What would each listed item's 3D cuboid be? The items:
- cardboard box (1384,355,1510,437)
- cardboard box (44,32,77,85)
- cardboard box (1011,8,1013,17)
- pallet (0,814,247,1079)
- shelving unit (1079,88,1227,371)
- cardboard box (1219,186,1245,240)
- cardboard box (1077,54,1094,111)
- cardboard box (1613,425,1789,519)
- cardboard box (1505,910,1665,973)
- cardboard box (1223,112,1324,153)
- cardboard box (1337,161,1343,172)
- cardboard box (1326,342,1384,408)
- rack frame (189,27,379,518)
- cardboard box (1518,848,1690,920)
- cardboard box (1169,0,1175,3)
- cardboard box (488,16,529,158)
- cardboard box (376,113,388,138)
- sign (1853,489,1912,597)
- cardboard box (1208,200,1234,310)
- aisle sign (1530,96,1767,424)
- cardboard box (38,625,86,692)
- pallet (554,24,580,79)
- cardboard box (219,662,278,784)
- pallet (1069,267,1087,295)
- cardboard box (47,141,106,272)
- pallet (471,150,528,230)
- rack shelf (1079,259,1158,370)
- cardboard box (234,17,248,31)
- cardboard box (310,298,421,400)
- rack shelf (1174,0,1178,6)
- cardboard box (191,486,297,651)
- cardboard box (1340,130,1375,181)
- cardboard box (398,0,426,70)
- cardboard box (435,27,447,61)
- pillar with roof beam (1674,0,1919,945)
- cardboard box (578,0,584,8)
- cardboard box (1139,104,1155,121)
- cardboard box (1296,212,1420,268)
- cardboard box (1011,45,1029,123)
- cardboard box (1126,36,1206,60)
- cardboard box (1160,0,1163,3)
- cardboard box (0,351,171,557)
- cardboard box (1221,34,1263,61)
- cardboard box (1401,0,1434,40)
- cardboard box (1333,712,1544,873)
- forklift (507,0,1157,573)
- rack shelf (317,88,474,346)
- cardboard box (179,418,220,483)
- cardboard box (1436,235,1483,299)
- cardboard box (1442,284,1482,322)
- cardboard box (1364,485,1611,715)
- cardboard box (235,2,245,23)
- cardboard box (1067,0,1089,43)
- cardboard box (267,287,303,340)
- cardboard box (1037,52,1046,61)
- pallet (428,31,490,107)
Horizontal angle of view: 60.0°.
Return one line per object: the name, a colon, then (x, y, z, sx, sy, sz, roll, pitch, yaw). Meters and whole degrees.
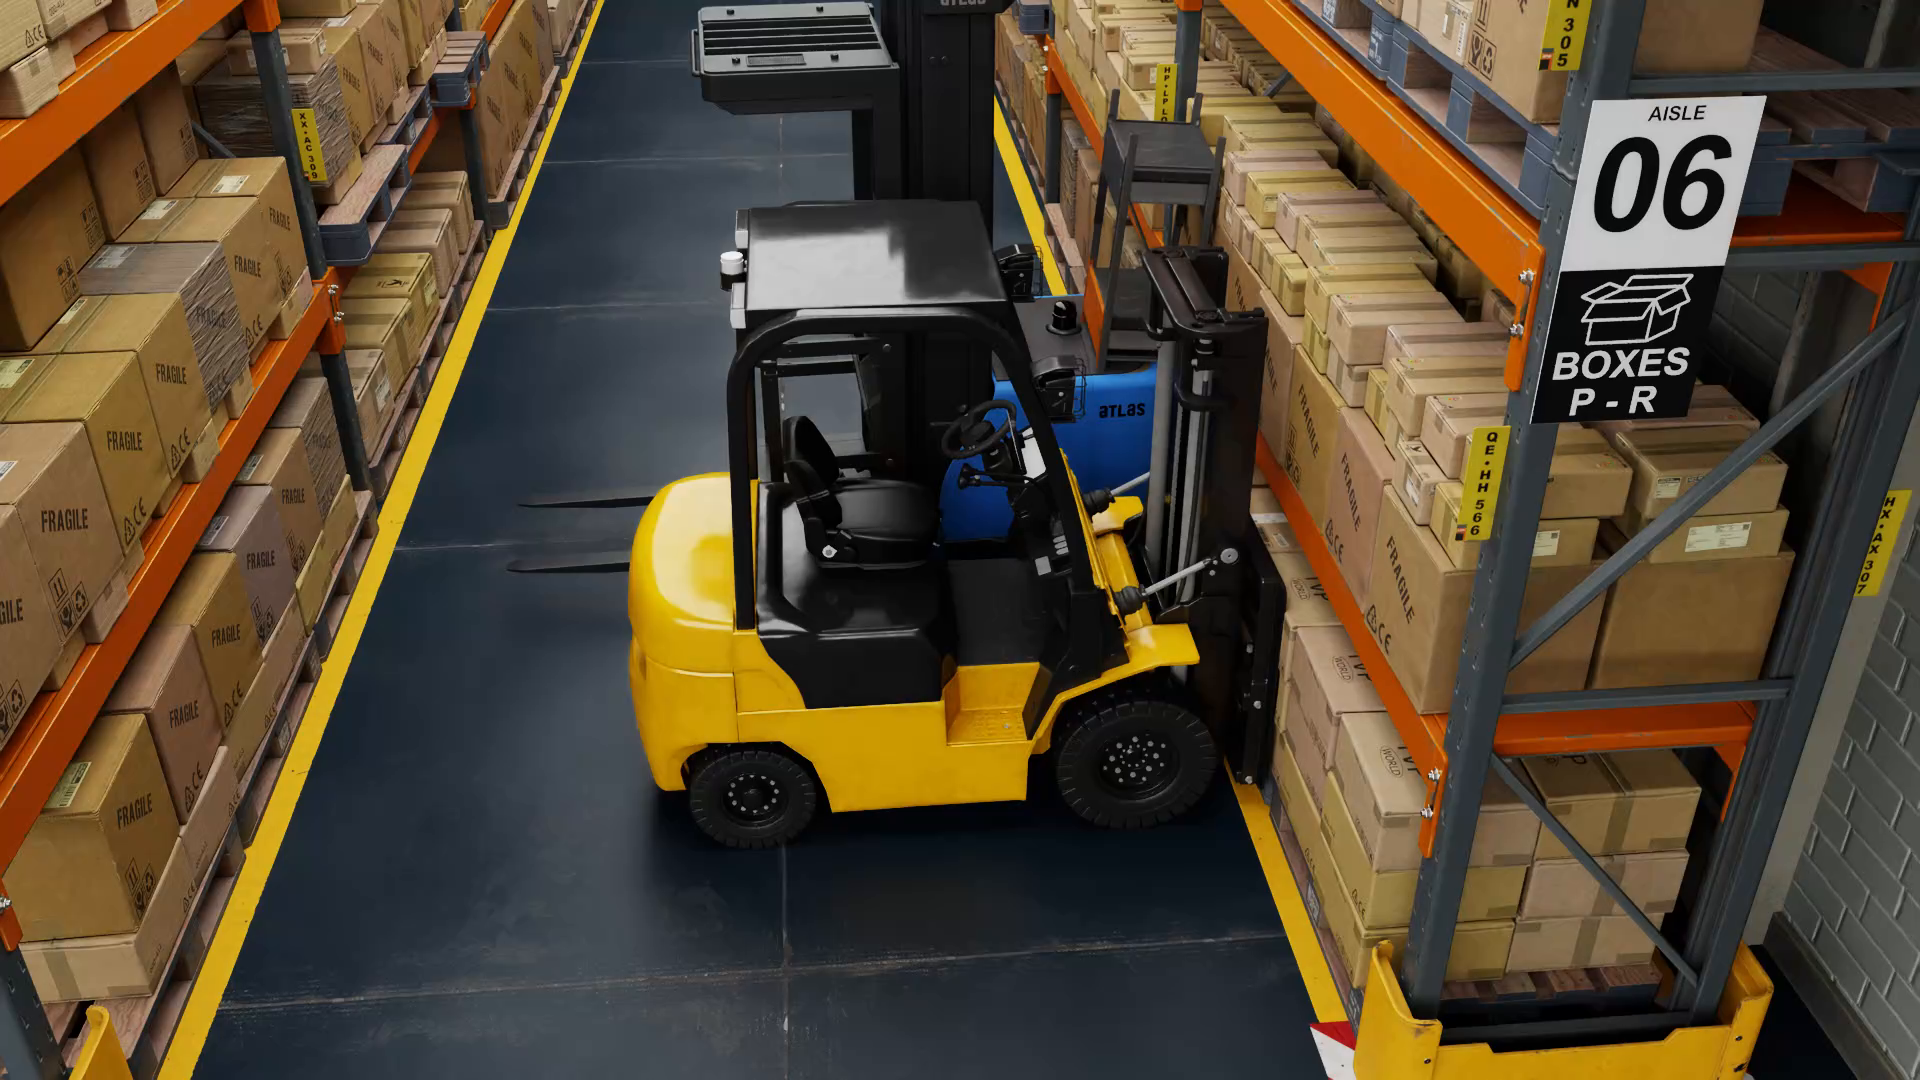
cardboard box: (1.515, -0.439, 5.040, 0.380, 0.149, 0.250, -2, 31, -3)
cardboard box: (-2.976, -1.478, 5.118, 0.380, 0.149, 0.250, -4, 31, -6)
cardboard box: (0.649, -4.609, 14.436, 0.380, 0.149, 0.250, -4, 31, -7)
pallet: (-3.126, 1.421, 5.665, 1.003, 0.211, 1.213, -3, 31, -5)
shelving unit: (0.794, -0.945, 7.594, 0.431, 2.100, 0.503, 1, 36, -6)
cardboard box: (1.285, -1.355, 6.864, 0.380, 0.149, 0.250, -2, 31, -3)
cardboard box: (1.011, -2.822, 10.196, 0.500, 0.250, 0.500, -4, 31, -6)
cardboard box: (2.045, -0.191, 4.625, 0.380, 0.149, 0.250, -3, 31, -6)
cardboard box: (2.012, 1.180, 5.622, 0.500, 0.250, 0.500, -3, 31, -4)
cardboard box: (1.356, -1.746, 7.228, 0.380, 0.149, 0.250, -2, 31, -4)
cardboard box: (1.833, -1.646, 7.350, 0.380, 0.149, 0.250, -4, 31, -6)
cardboard box: (1.451, -0.571, 5.551, 0.380, 0.149, 0.250, -4, 31, -6)
rack frame: (-3.452, -1.363, 7.607, 1.000, 3.000, 0.127, -3, 31, -5)
cardboard box: (2.026, 0.975, 5.477, 0.500, 0.250, 0.500, -2, 31, -4)
cardboard box: (1.486, -3.287, 10.098, 0.380, 0.149, 0.250, -3, 31, -5)
cardboard box: (-3.887, -3.485, 12.822, 0.875, 0.875, 0.875, -2, 31, -4)
cardboard box: (-3.310, -2.261, 8.946, 0.380, 0.149, 0.250, -3, 31, -4)
sign: (2.416, 0.010, 4.386, 0.100, 0.325, 0.005, -3, 31, -5)
cardboard box: (1.336, -1.141, 7.138, 0.500, 0.500, 0.500, -2, 31, -4)
aisle sign: (1.577, -0.629, 3.842, 0.394, 0.787, 0.004, -3, 31, -5)
cardboard box: (-2.886, 0.336, 5.007, 0.380, 0.149, 0.250, -4, 31, -6)
pallet: (-4.193, -4.642, 15.816, 1.003, 0.211, 1.213, -3, 31, -5)
cardboard box: (-2.982, 0.715, 6.399, 0.500, 0.250, 0.500, -1, 31, -1)
pallet: (1.265, -1.404, 10.395, 1.003, 0.211, 1.213, -3, 31, -5)
cardboard box: (-3.581, -1.208, 5.985, 0.700, 0.500, 0.500, -3, 31, -6)
pallet: (-3.824, -2.614, 12.421, 1.003, 0.211, 1.213, -3, 31, -5)
rack shelf: (0.793, -0.934, 7.602, 0.431, 0.518, 0.480, 1, 36, -6)
cardboard box: (-3.813, -2.455, 8.639, 0.500, 0.500, 0.500, -2, 31, -3)
cardboard box: (-3.574, -1.050, 9.235, 0.950, 0.372, 0.625, -1, 31, -1)
rack shelf: (1.303, -3.603, 9.133, 1.077, 0.370, 4.000, -3, 31, -5)
cardboard box: (-3.031, 0.125, 6.657, 0.500, 0.500, 0.500, -1, 31, -2)
cardboard box: (1.841, -1.639, 7.048, 0.380, 0.149, 0.250, -3, 31, -5)
cardboard box: (-3.399, -3.016, 9.577, 0.500, 0.500, 0.500, -5, 31, -8)
cardboard box: (-3.396, -3.062, 10.286, 0.380, 0.149, 0.250, -3, 31, -5)
pillar with roof beam: (-1.591, -2.328, 3.373, 9.100, 9.000, 0.400, -3, 31, -5)
cardboard box: (-4.318, -5.771, 17.075, 0.875, 0.438, 0.875, -2, 31, -3)
cardboard box: (1.189, -1.991, 8.317, 0.500, 0.250, 0.500, -3, 31, -6)
cardboard box: (1.464, -1.094, 6.137, 0.380, 0.149, 0.250, -3, 31, -4)
cardboard box: (0.707, -3.745, 13.623, 0.500, 0.500, 0.500, -4, 31, -6)
cardboard box: (1.105, -2.611, 8.966, 0.380, 0.149, 0.250, -3, 31, -6)
cardboard box: (1.018, -3.263, 10.058, 0.380, 0.149, 0.250, -2, 31, -4)
cardboard box: (-2.947, -0.271, 5.391, 0.500, 0.500, 0.500, -3, 31, -6)
cardboard box: (1.633, -2.638, 9.012, 0.380, 0.149, 0.250, -3, 31, -5)
cardboard box: (1.460, -1.552, 4.621, 0.396, 0.266, 0.258, -3, 31, -4)
cardboard box: (1.510, 0.790, 5.298, 0.500, 0.250, 0.500, -2, 31, -3)
forklift: (-0.619, -1.212, 7.421, 3.031, 2.935, 1.130, -4, 31, -7)
rack shelf: (-3.639, -2.075, 9.500, 1.077, 0.370, 4.000, -3, 31, -5)
cardboard box: (-2.966, -0.325, 6.114, 0.380, 0.149, 0.250, -2, 31, -4)
cardboard box: (1.929, -0.982, 5.949, 0.380, 0.149, 0.250, -3, 31, -4)
cardboard box: (1.969, -0.851, 6.019, 0.380, 0.149, 0.250, -3, 31, -5)
cardboard box: (1.556, 0.158, 4.963, 0.500, 0.500, 0.500, -3, 31, -6)
cardboard box: (-3.846, -2.707, 8.428, 0.380, 0.149, 0.250, -4, 31, -7)
cardboard box: (0.960, -3.301, 10.510, 0.500, 0.250, 0.500, -2, 31, -3)
cardboard box: (-3.088, -0.978, 7.208, 0.380, 0.149, 0.250, -2, 31, -3)
cardboard box: (0.801, -3.682, 12.884, 0.380, 0.149, 0.250, -2, 31, -3)
pallet: (-3.653, -2.964, 10.474, 1.213, 0.211, 1.003, -3, 31, -5)
